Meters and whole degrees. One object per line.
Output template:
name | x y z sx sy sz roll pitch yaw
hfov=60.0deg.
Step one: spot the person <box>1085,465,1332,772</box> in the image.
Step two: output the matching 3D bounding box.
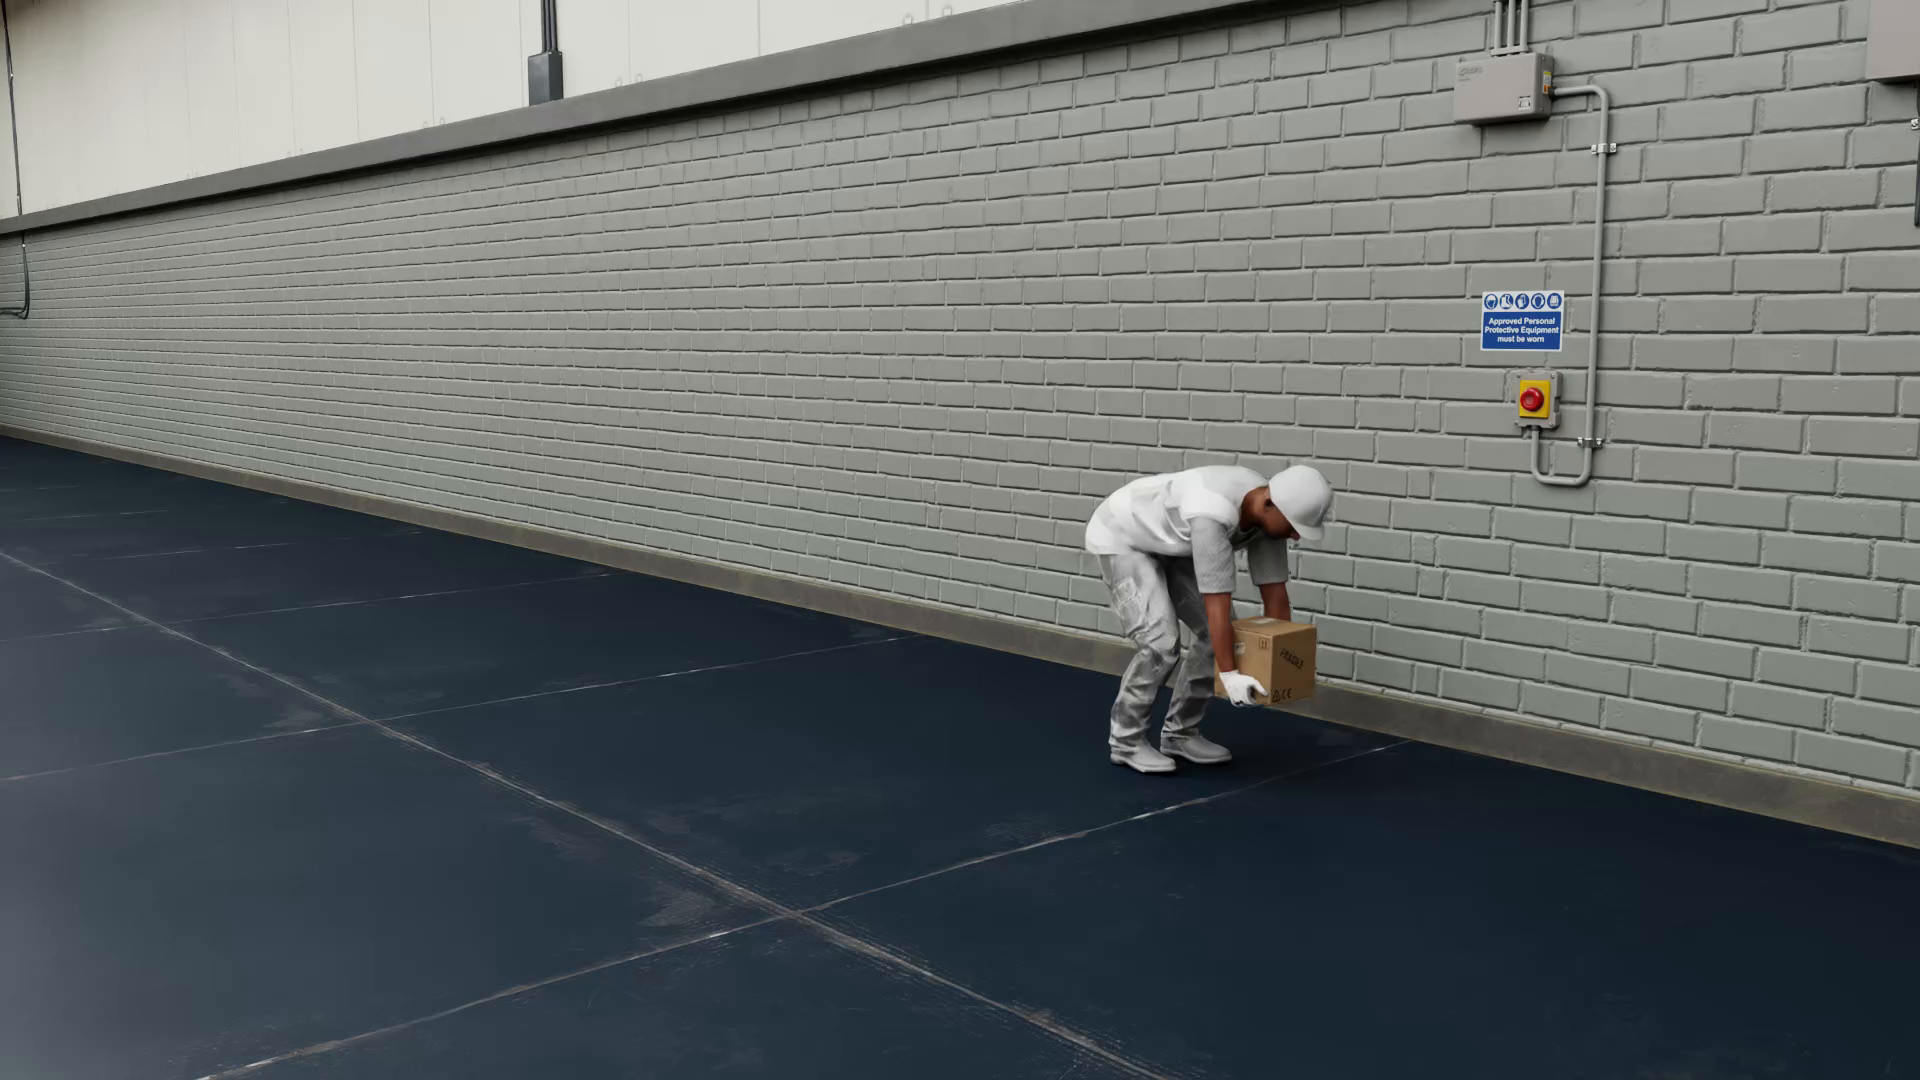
person | 0.902 0.278 6.026 0.528 1.146 0.970 -7 10 -44
